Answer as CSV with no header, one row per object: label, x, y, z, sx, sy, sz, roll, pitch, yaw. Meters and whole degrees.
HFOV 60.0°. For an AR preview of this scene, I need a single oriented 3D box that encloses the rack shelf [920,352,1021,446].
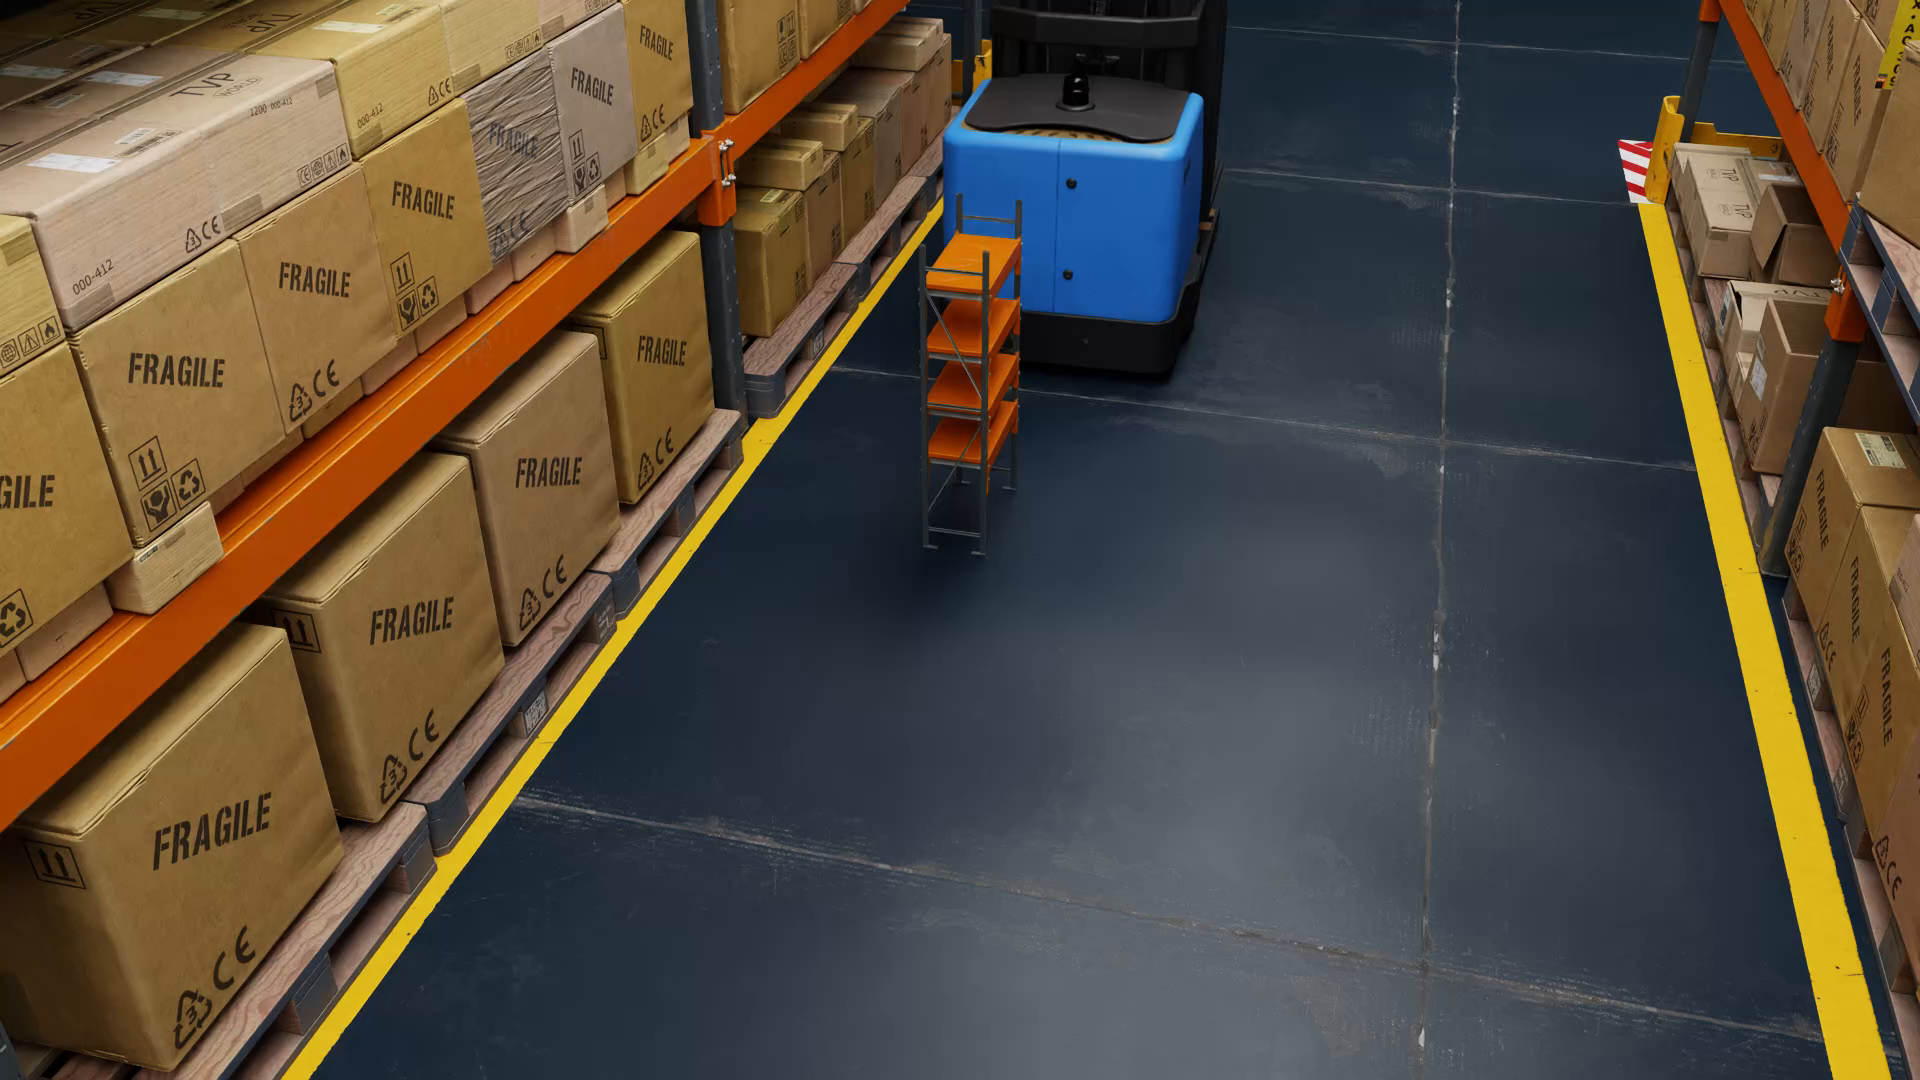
rack shelf,0.042,-0.535,6.099,0.258,0.148,0.480,8,33,12

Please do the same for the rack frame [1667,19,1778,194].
rack frame,4.423,-3.172,8.443,1.000,3.000,0.127,8,33,12

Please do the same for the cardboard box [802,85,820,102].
cardboard box,-0.932,-2.297,8.402,0.380,0.149,0.250,8,33,13

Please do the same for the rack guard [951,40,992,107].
rack guard,-0.363,-2.802,10.191,1.175,0.500,0.348,8,33,12

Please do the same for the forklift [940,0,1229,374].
forklift,0.747,-2.744,7.835,1.130,2.935,3.031,7,33,11

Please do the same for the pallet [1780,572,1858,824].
pallet,3.238,0.508,5.254,1.003,0.211,1.213,8,33,12

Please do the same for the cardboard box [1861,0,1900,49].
cardboard box,3.286,-1.858,5.351,0.500,0.500,0.500,8,33,13

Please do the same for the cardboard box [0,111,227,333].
cardboard box,-1.899,-0.665,3.412,0.500,0.250,0.500,8,33,12

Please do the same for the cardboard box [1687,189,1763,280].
cardboard box,3.757,-1.435,7.864,0.500,0.250,0.500,8,33,12

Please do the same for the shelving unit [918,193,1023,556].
shelving unit,0.042,-0.592,6.063,0.258,1.200,0.503,8,33,12

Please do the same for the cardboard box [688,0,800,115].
cardboard box,-1.231,-2.174,6.595,0.980,0.700,0.700,9,33,13

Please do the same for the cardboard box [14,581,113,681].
cardboard box,-2.019,0.136,3.456,0.380,0.149,0.250,8,33,13

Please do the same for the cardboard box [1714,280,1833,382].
cardboard box,3.469,-0.871,6.920,0.500,0.311,0.500,8,33,12

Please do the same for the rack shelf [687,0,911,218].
rack shelf,-0.877,-2.503,8.062,1.077,0.370,4.000,8,33,12

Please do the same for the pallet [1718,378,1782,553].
pallet,3.583,-0.275,6.487,1.003,0.211,1.213,8,33,12

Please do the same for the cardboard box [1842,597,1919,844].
cardboard box,2.791,0.528,4.544,0.500,0.500,0.500,8,33,13

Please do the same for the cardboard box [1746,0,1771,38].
cardboard box,3.800,-2.491,7.279,0.500,0.500,0.500,8,33,12

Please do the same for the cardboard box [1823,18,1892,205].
cardboard box,3.287,-1.433,5.614,0.500,0.500,0.500,9,33,13

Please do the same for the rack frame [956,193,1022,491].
rack frame,0.104,-0.719,6.262,0.240,1.200,0.015,8,33,12

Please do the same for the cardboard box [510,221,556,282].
cardboard box,-1.483,-0.932,5.135,0.380,0.149,0.250,8,33,12

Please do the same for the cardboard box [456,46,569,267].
cardboard box,-1.513,-1.145,4.866,0.500,0.500,0.500,8,33,12

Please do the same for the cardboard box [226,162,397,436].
cardboard box,-1.760,-0.614,4.031,0.500,0.500,0.500,8,33,12

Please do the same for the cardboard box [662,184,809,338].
cardboard box,-1.095,-1.265,7.382,0.700,0.500,0.500,8,33,13

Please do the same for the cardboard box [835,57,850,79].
cardboard box,-0.804,-2.563,8.819,0.380,0.149,0.250,8,33,13

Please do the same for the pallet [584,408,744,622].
pallet,-1.507,-0.181,6.338,1.003,0.211,1.213,8,33,12

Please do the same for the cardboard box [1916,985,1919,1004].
cardboard box,2.535,1.063,3.702,0.500,0.500,0.500,7,33,11

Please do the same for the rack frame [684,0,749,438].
rack frame,-1.384,-1.769,6.236,1.000,3.000,0.127,8,33,12

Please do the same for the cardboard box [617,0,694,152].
cardboard box,-1.258,-1.671,5.693,0.500,0.500,0.500,8,33,12

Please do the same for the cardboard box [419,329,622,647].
cardboard box,-1.646,-0.222,5.415,0.750,0.750,0.750,9,34,14

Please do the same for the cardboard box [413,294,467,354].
cardboard box,-1.640,-0.667,4.719,0.380,0.149,0.250,9,34,14

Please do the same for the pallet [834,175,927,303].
pallet,-0.808,-1.611,8.587,1.003,0.211,1.213,8,33,12

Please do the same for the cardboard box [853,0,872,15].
cardboard box,-0.865,-2.931,7.786,0.980,0.700,0.700,6,33,10

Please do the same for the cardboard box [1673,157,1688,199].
cardboard box,3.921,-1.862,8.613,0.380,0.166,0.250,8,33,12

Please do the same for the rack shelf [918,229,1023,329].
rack shelf,0.042,-0.924,5.852,0.258,0.148,0.480,8,33,12

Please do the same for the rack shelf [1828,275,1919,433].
rack shelf,2.901,0.245,3.739,1.077,0.370,4.000,8,33,12

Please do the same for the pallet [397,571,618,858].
pallet,-1.815,0.454,5.339,1.003,0.211,1.213,8,33,12

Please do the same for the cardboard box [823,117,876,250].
cardboard box,-0.832,-1.791,8.210,0.700,0.500,0.500,9,33,14

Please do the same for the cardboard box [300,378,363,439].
cardboard box,-1.792,-0.406,4.308,0.380,0.149,0.250,9,33,13

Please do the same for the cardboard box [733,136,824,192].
cardboard box,-0.832,-1.692,7.449,0.380,0.149,0.250,9,34,14

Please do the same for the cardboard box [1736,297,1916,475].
cardboard box,3.278,-0.561,6.257,0.500,0.500,0.500,8,33,12

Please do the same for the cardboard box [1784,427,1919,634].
cardboard box,3.050,-0.009,5.388,0.500,0.500,0.500,7,33,10

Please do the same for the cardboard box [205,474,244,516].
cardboard box,-1.926,-0.138,3.886,0.380,0.149,0.250,8,33,12

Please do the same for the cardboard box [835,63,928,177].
cardboard box,-0.577,-2.330,9.058,0.700,0.500,0.500,8,33,12

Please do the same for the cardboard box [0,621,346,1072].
cardboard box,-2.086,0.673,4.007,0.750,0.750,0.750,8,33,12

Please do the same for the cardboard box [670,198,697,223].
cardboard box,-1.324,-1.491,7.133,0.380,0.149,0.250,8,33,12

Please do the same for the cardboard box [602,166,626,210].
cardboard box,-1.347,-1.195,5.549,0.380,0.149,0.250,9,34,14

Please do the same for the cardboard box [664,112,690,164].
cardboard box,-1.196,-1.457,5.961,0.380,0.149,0.250,8,33,13

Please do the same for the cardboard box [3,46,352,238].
cardboard box,-1.776,-0.925,3.821,0.500,0.250,0.500,8,33,13

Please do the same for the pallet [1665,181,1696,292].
pallet,4.203,-1.542,8.478,1.003,0.211,1.213,8,33,12

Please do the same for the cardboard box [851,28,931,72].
cardboard box,-0.371,-2.639,8.940,0.380,0.149,0.250,9,34,14

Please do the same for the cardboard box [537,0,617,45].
cardboard box,-1.394,-1.720,5.072,0.500,0.250,0.500,9,33,13

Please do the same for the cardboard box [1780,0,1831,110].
cardboard box,3.544,-1.967,6.455,0.500,0.500,0.500,9,33,13

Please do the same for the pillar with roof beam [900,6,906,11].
pillar with roof beam,3.643,-7.309,9.359,9.100,9.000,0.400,8,33,12

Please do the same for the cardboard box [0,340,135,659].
cardboard box,-2.029,-0.086,3.201,0.500,0.500,0.500,9,34,14
